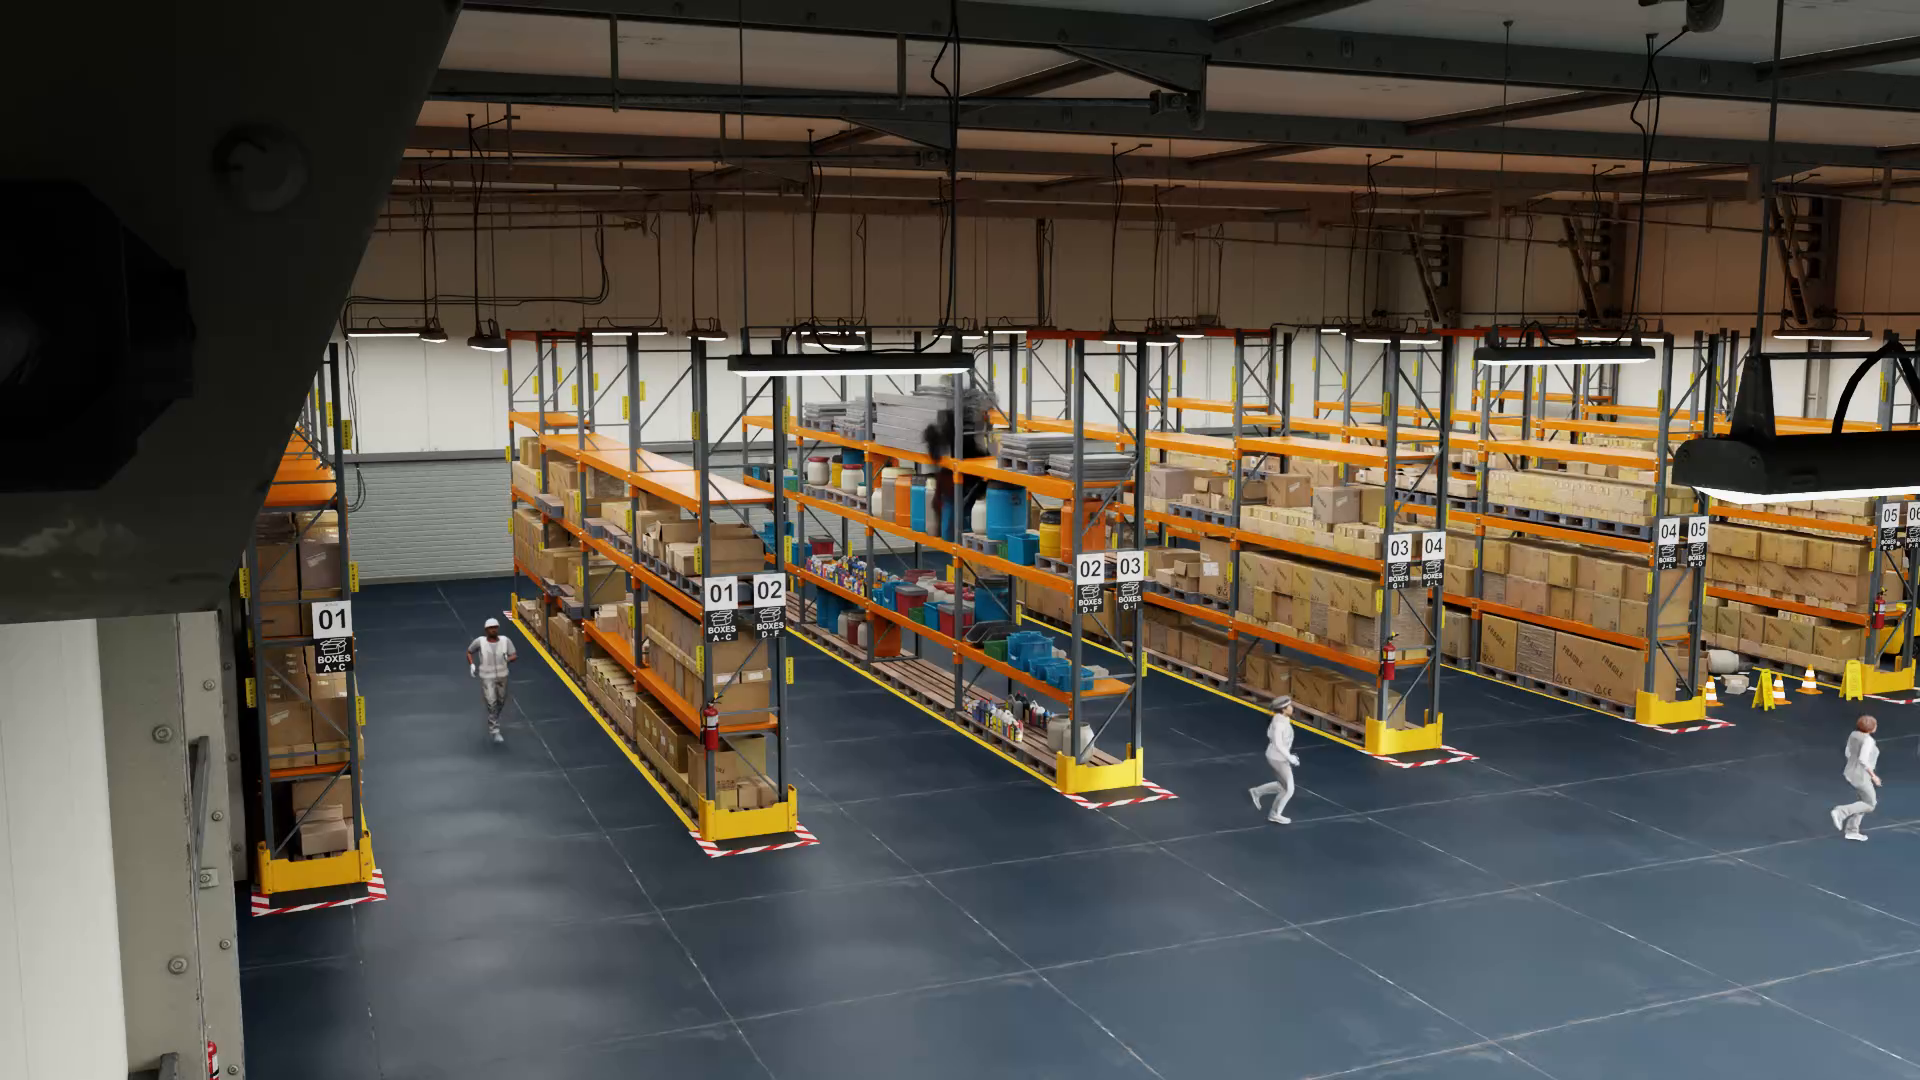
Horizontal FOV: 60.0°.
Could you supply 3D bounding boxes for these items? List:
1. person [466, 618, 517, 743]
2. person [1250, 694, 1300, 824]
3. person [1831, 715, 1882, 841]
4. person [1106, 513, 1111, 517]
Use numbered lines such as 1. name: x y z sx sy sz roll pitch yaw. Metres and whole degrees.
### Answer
1. person: -6.953 2.049 24.822 0.680 1.779 0.985 -5 9 -31
2. person: 3.924 2.724 20.717 0.585 1.644 0.599 1 8 4
3. person: 10.775 2.864 20.018 0.574 1.552 0.523 0 8 4
4. person: 3.420 0.166 39.414 0.658 1.616 0.898 0 8 -1
